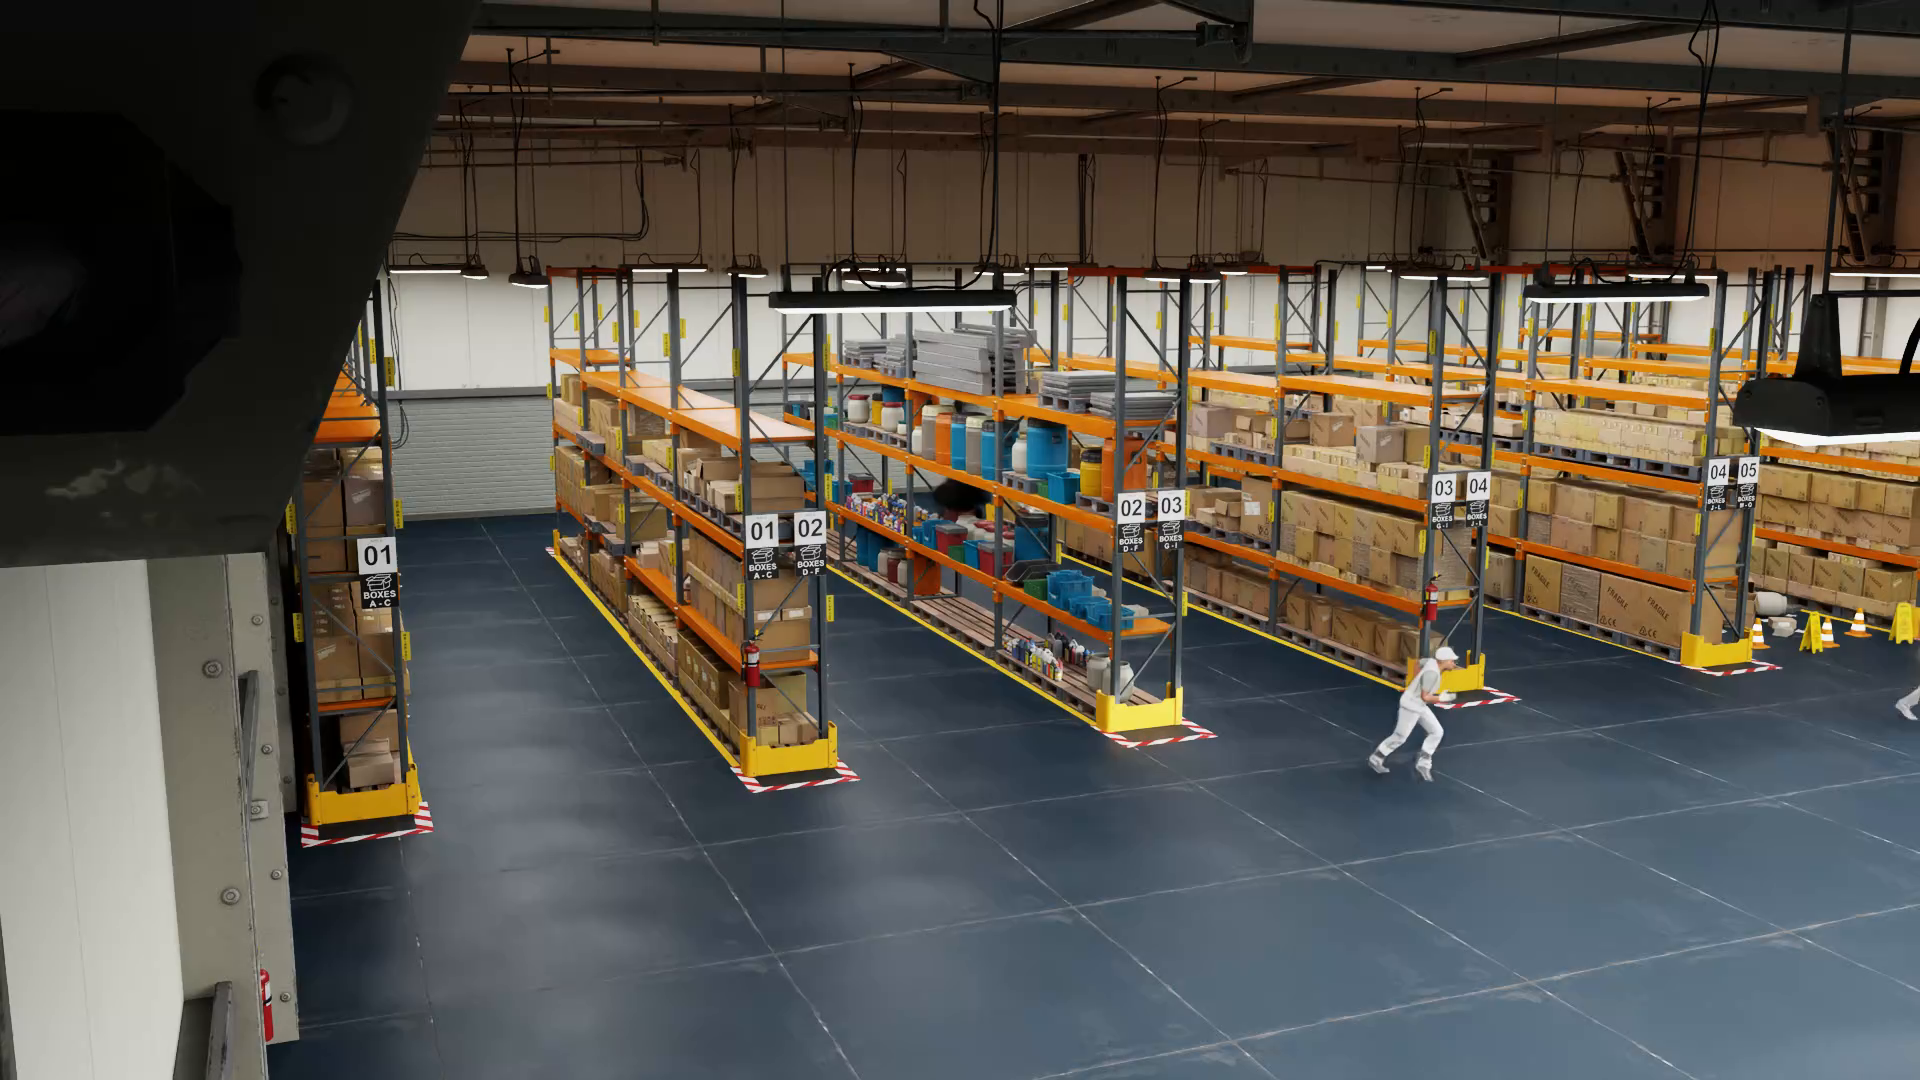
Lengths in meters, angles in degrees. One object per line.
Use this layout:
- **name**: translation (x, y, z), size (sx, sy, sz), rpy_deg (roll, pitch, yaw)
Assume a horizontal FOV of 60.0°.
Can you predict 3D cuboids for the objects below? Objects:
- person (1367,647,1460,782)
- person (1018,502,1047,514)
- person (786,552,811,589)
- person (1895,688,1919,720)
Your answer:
- **person**: translation (5.454, 2.084, 20.008), size (1.000, 1.700, 0.677), rpy_deg (4, 11, 22)
- **person**: translation (1.410, -0.278, 31.346), size (0.684, 1.833, 0.905), rpy_deg (-6, 12, -32)
- **person**: translation (-2.700, 0.373, 28.026), size (0.543, 1.667, 0.534), rpy_deg (-6, 12, -31)
- **person**: translation (13.139, 1.690, 22.227), size (1.056, 1.716, 0.743), rpy_deg (3, 10, 16)
